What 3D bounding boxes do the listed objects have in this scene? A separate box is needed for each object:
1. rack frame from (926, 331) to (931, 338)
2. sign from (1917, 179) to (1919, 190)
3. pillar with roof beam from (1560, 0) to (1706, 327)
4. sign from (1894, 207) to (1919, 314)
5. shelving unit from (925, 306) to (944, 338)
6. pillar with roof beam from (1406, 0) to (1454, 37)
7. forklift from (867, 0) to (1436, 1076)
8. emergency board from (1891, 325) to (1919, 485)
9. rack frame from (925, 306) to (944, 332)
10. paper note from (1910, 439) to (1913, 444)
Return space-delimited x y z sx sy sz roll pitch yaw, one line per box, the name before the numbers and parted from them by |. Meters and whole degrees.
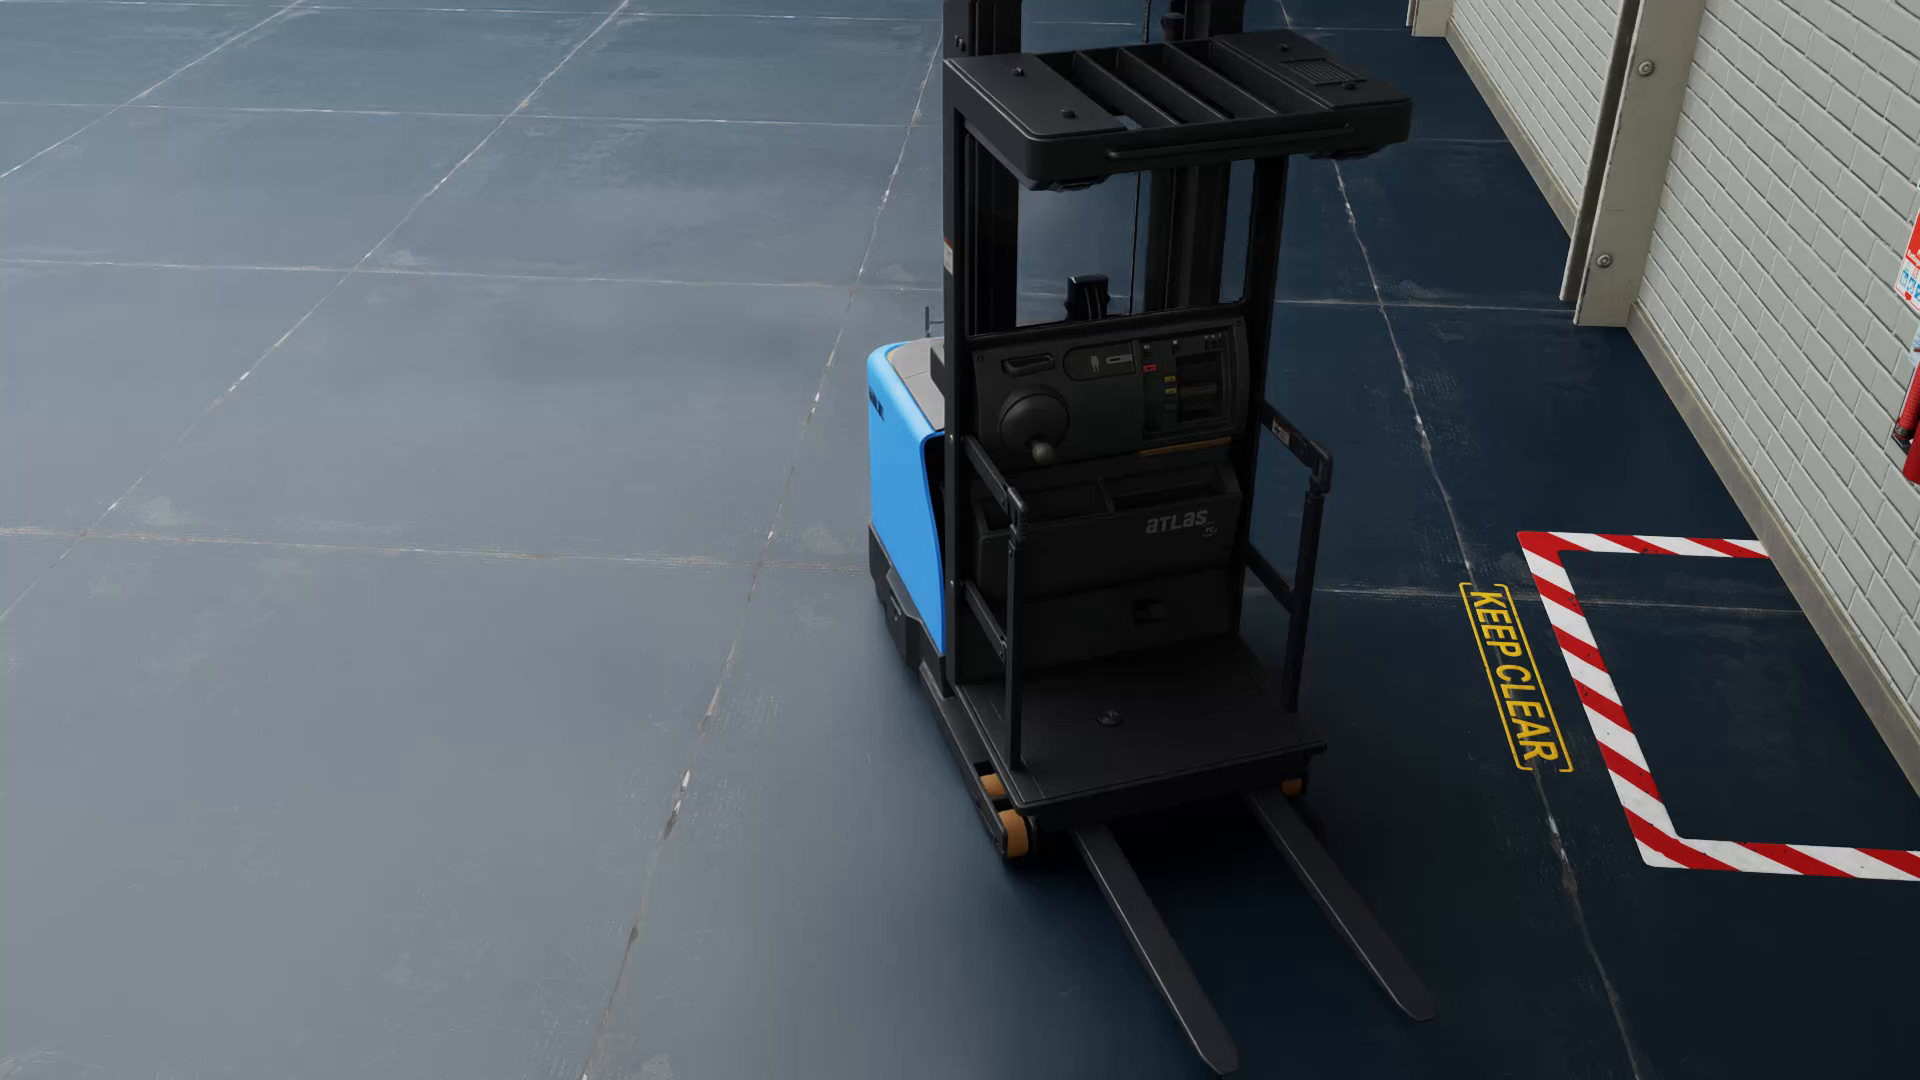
rack frame | -0.034 -0.382 6.869 0.200 1.050 0.008 -1 32 -2
sign | 3.454 -1.236 5.857 0.001 0.109 0.331 2 32 4
pillar with roof beam | -0.726 -5.297 7.268 9.100 9.000 0.400 2 32 4
sign | 3.463 -1.012 6.000 0.001 0.329 0.234 2 32 4
shelving unit | -0.038 -0.446 6.973 0.215 1.050 0.252 -1 32 -2
pillar with roof beam | -0.238 -8.434 12.359 9.100 9.000 0.400 2 32 4
forklift | 0.559 -0.425 5.146 1.130 2.935 3.031 -9 33 -15
emergency board | 3.315 -0.712 5.547 0.194 1.169 0.643 2 32 4
rack frame | -0.042 -0.510 7.076 0.200 1.050 0.008 -1 32 -2
paper note | 3.399 -0.427 5.923 0.016 0.148 0.142 2 32 4
